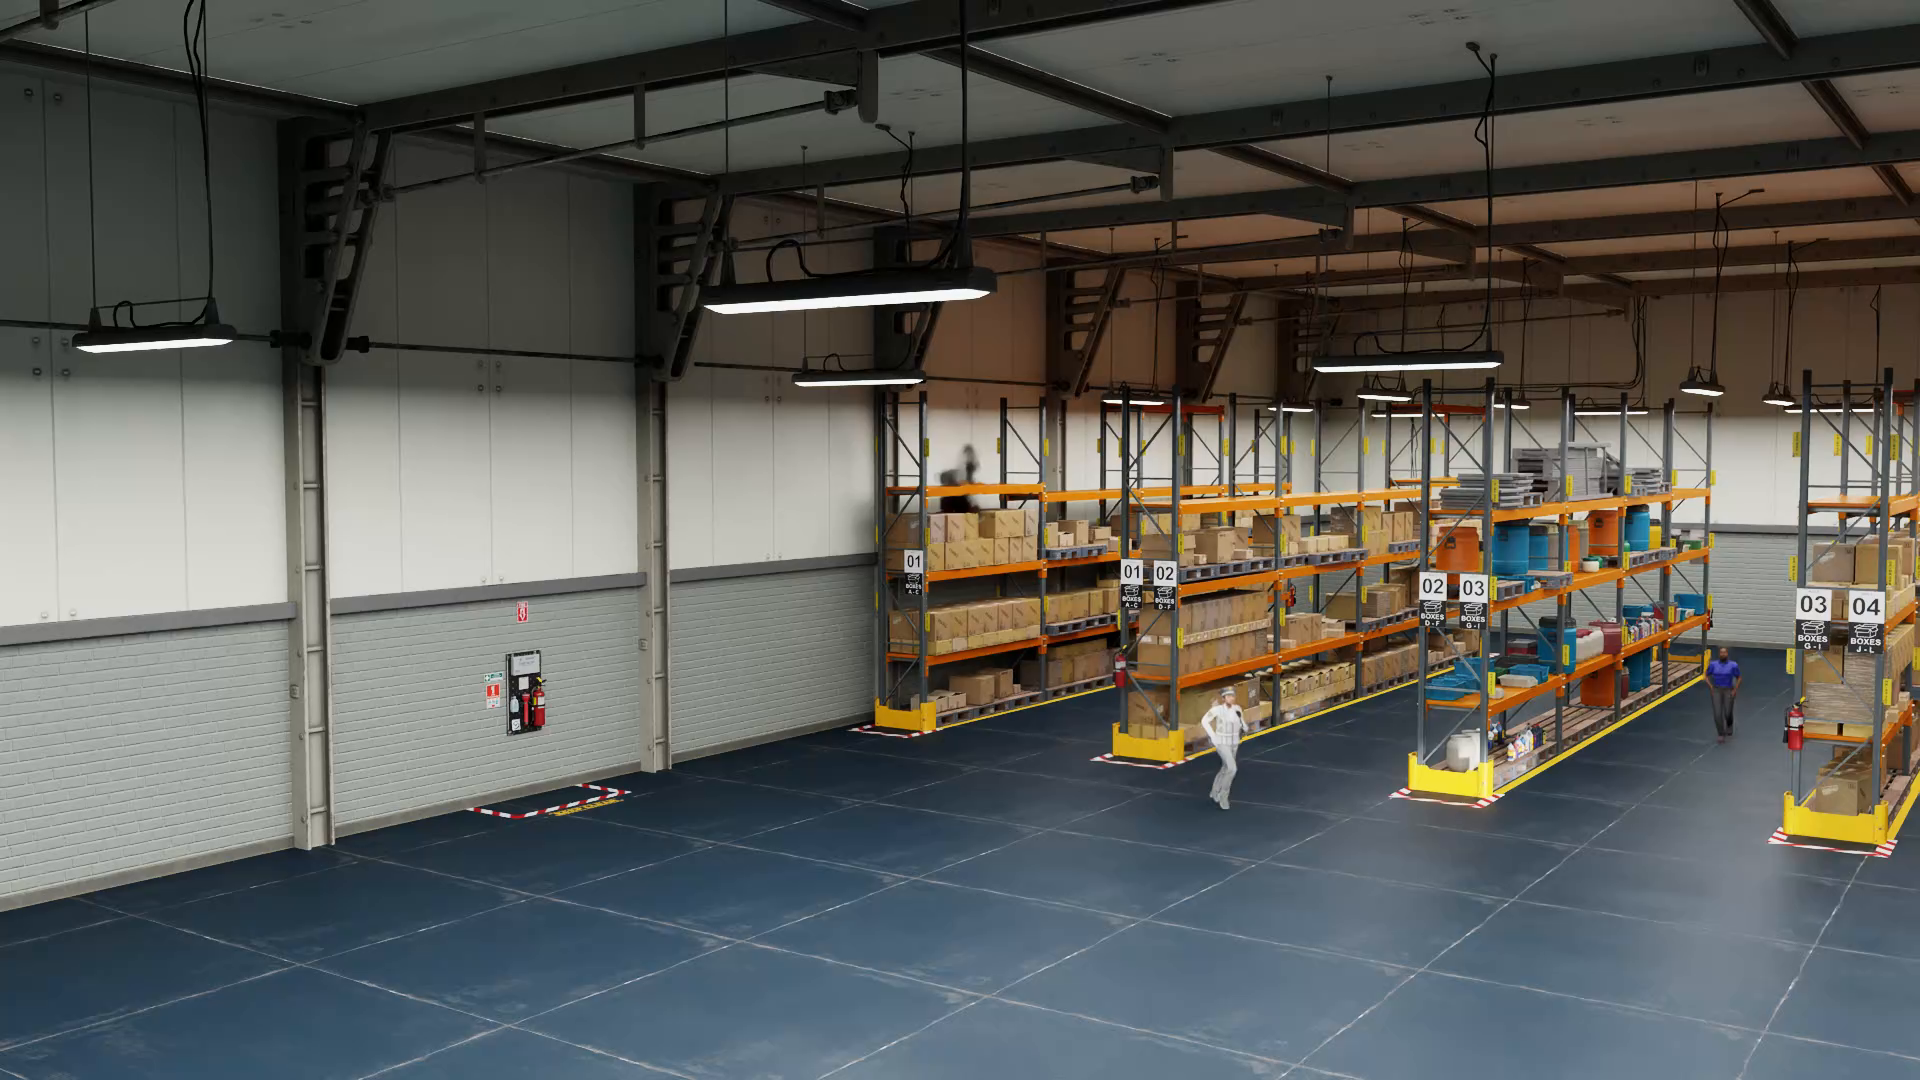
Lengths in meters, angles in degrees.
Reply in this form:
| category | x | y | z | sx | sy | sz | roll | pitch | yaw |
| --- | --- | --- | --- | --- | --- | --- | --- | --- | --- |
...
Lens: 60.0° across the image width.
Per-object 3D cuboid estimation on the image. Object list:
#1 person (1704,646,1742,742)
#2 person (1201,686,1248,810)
| category | x | y | z | sx | sy | sz | roll | pitch | yaw |
| --- | --- | --- | --- | --- | --- | --- | --- | --- | --- |
| person | 13.009 | 2.625 | 28.391 | 0.584 | 1.627 | 0.517 | 2 | 4 | 29 |
| person | 3.718 | 2.887 | 23.170 | 0.529 | 1.740 | 0.708 | -2 | 4 | -28 |
